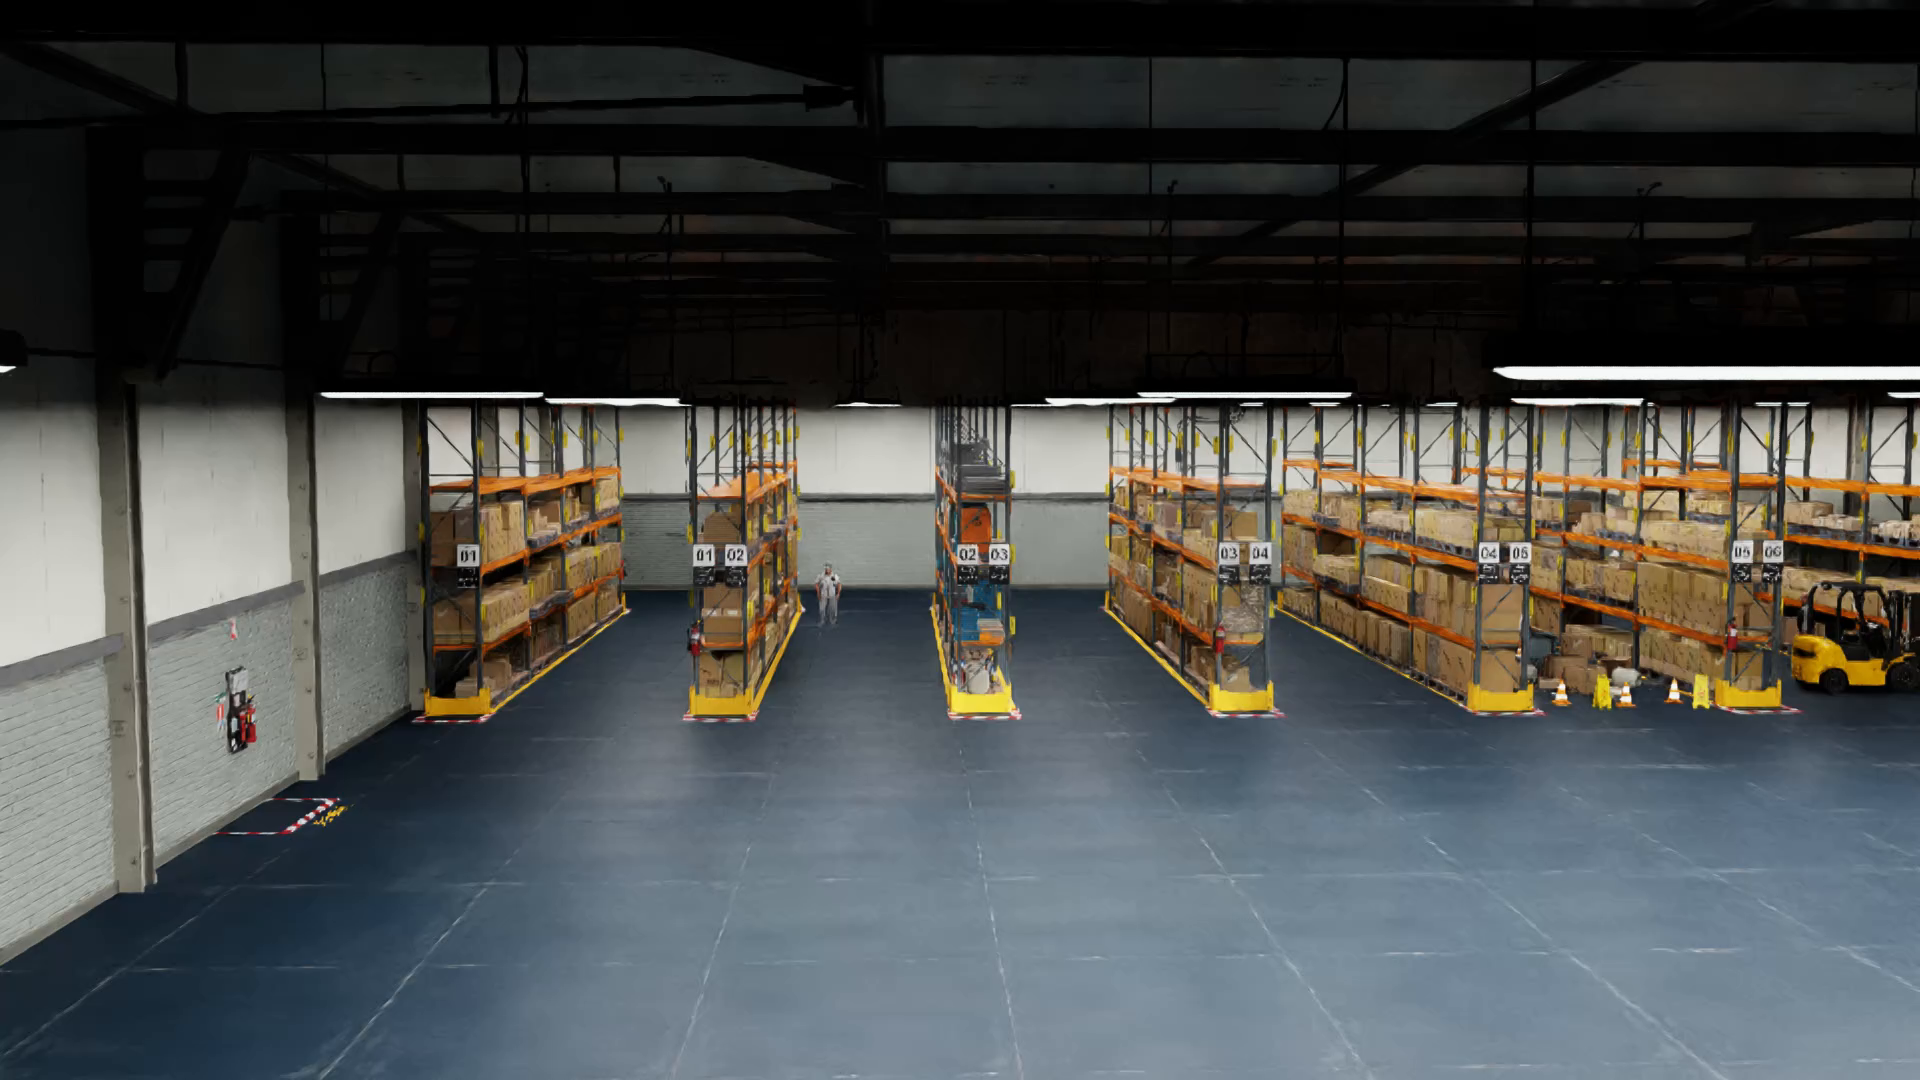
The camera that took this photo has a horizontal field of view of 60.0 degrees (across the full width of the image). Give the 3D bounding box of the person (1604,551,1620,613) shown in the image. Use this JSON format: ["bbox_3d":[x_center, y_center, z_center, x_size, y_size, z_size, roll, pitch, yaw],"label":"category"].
[{"bbox_3d":[18.155,1.184,46.202,0.525,1.775,0.705,0,4,-2],"label":"person"}]

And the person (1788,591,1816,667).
[{"bbox_3d":[18.512,1.980,36.480,0.570,1.718,0.626,2,5,23],"label":"person"}]

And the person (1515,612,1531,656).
[{"bbox_3d":[12.859,1.881,38.080,0.538,1.665,0.572,2,5,26],"label":"person"}]

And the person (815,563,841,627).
[{"bbox_3d":[-3.467,1.433,43.705,0.682,1.715,0.542,0,5,-4],"label":"person"}]
